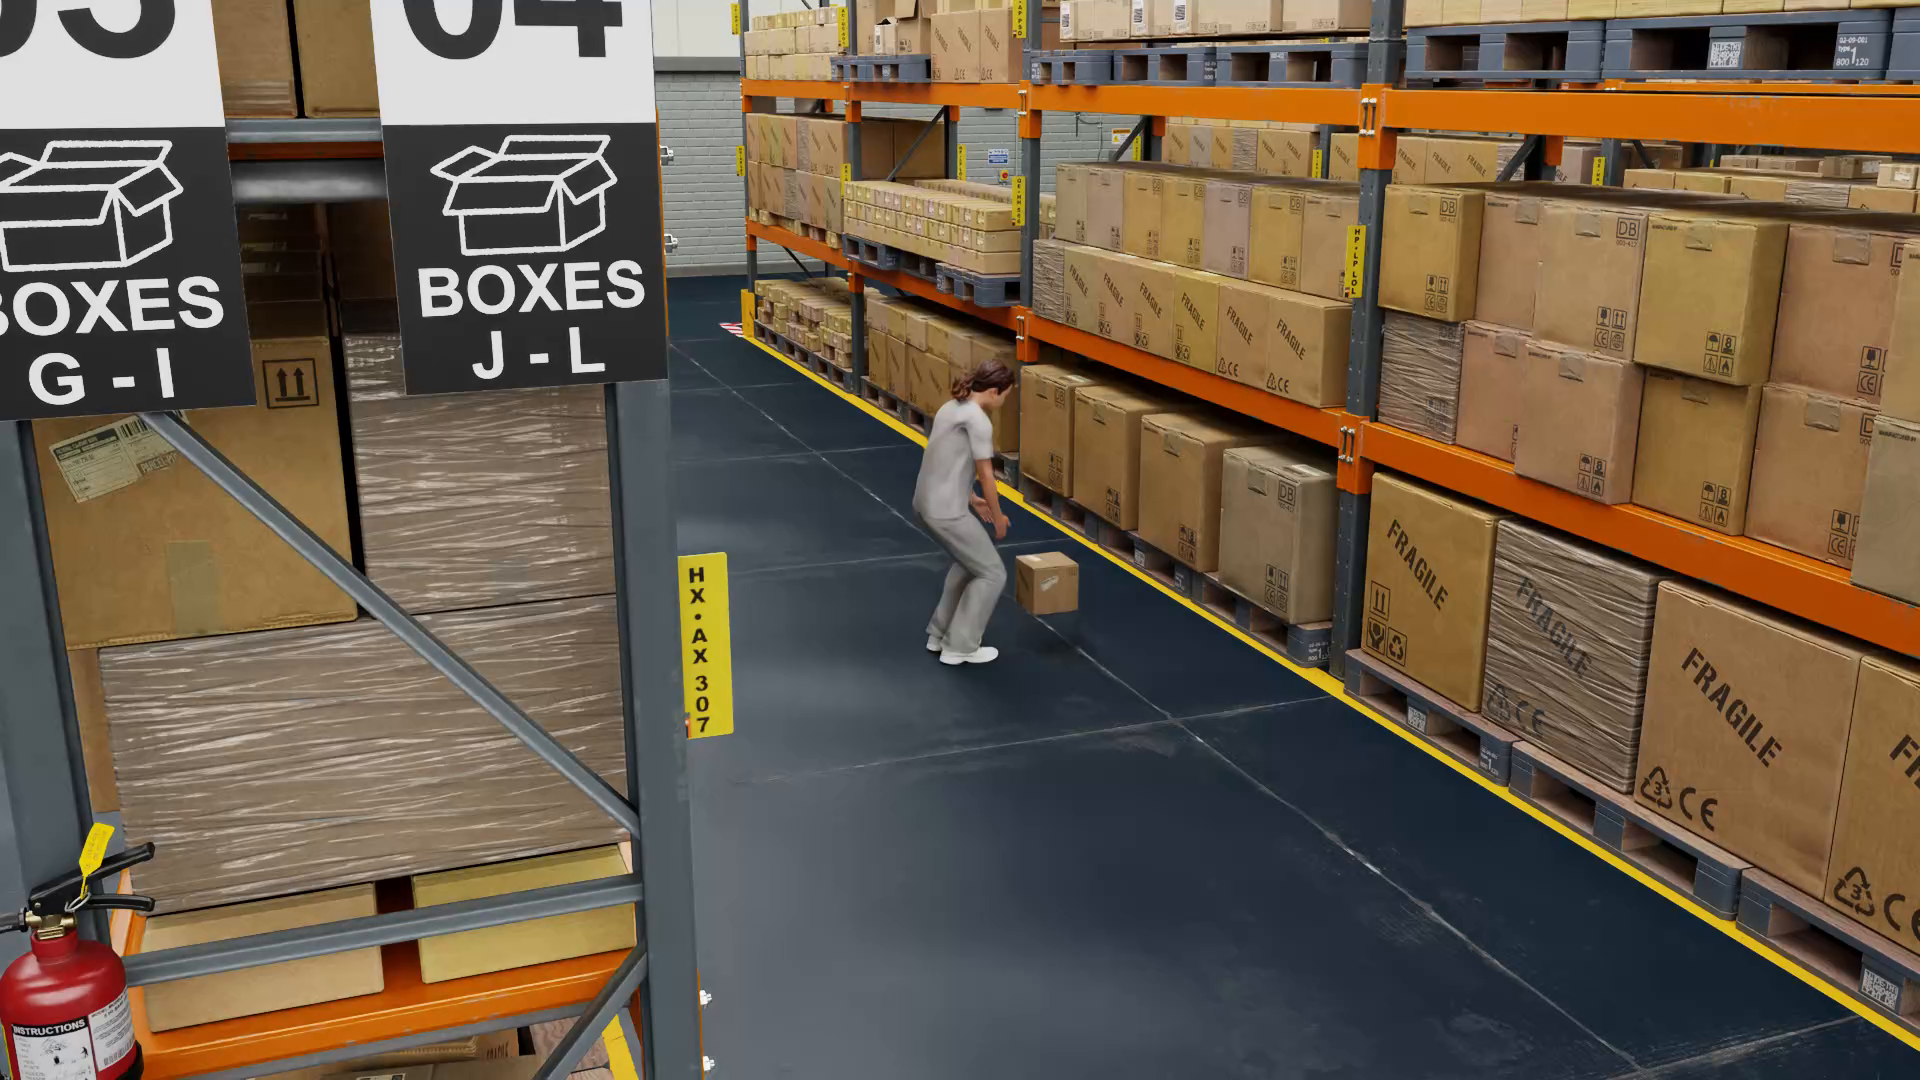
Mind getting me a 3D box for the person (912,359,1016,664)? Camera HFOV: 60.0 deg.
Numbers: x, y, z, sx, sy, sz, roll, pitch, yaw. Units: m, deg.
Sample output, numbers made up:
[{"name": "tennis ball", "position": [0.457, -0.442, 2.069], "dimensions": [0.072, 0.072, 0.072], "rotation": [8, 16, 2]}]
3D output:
[{"name": "person", "position": [0.022, -0.153, 8.385], "dimensions": [0.533, 1.515, 0.483], "rotation": [-6, 17, -19]}]
